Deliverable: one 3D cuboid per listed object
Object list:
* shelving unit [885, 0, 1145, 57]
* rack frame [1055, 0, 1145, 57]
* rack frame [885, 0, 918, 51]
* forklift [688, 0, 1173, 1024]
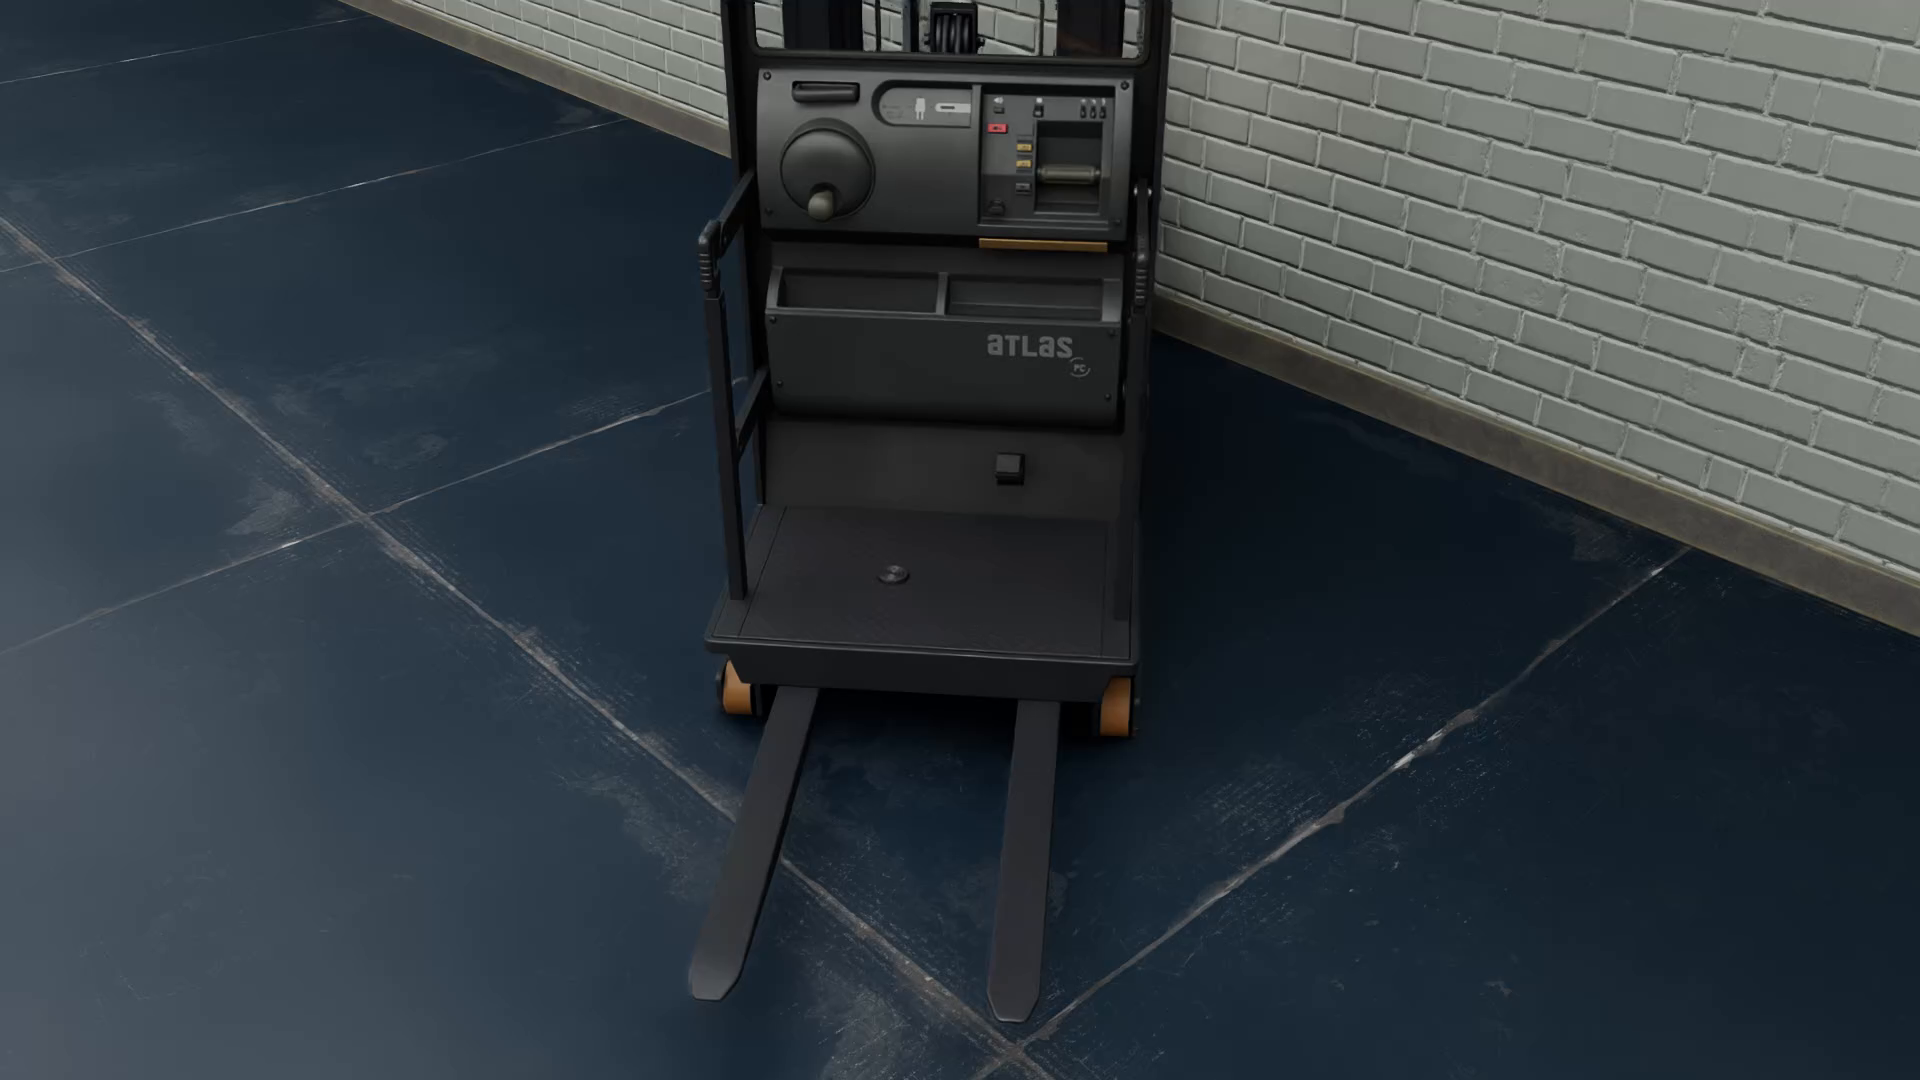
[{"bbox_3d":[0.120,-1.419,6.120,1.083,1.500,0.587,-20,37,-30],"label":"shelving unit"},{"bbox_3d":[0.524,-1.567,6.373,0.032,1.500,0.500,-20,37,-30],"label":"rack frame"},{"bbox_3d":[-0.299,-1.265,5.858,0.032,1.500,0.500,-20,37,-30],"label":"rack frame"},{"bbox_3d":[-0.059,-0.914,3.935,1.130,2.935,3.031,3,32,5],"label":"forklift"}]
